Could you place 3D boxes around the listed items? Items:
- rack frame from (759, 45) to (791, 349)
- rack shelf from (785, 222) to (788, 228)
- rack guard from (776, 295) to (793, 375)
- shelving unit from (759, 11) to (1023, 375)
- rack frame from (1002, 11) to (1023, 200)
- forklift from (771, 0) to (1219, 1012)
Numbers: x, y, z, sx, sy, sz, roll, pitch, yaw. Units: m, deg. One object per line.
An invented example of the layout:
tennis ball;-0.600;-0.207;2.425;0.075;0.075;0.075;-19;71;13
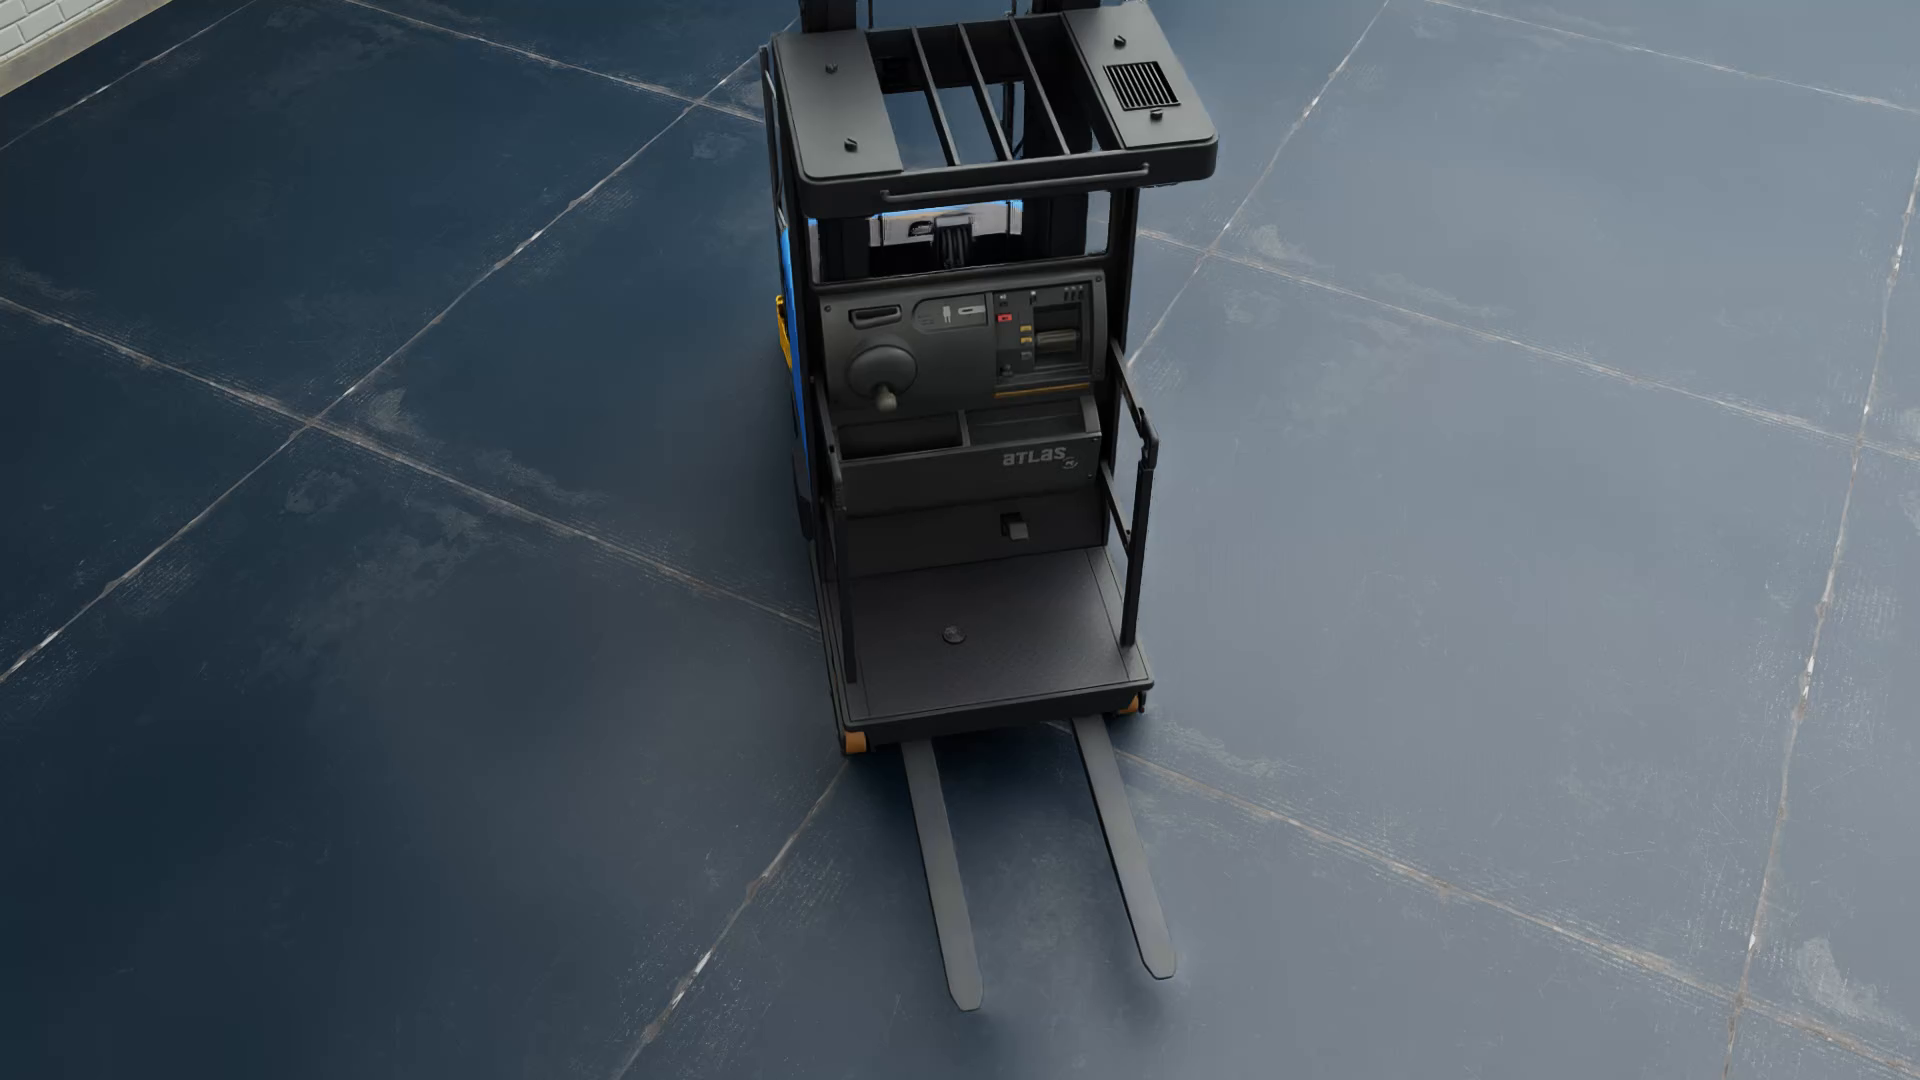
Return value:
rack frame;-0.712;-1.255;6.936;0.032;1.500;0.500;-12;46;-11
rack shelf;-0.223;-1.228;7.163;1.000;0.185;0.538;-12;46;-11
rack guard;-0.710;-0.816;7.381;0.087;0.250;0.587;-12;46;-11
shelving unit;-3.619;3.834;1.696;11.704;1.800;13.019;-12;46;-11
rack frame;-3.617;3.850;1.680;11.696;1.800;12.976;-12;46;-11
forklift;0.059;-0.549;5.232;1.130;2.935;3.031;-7;46;-7
